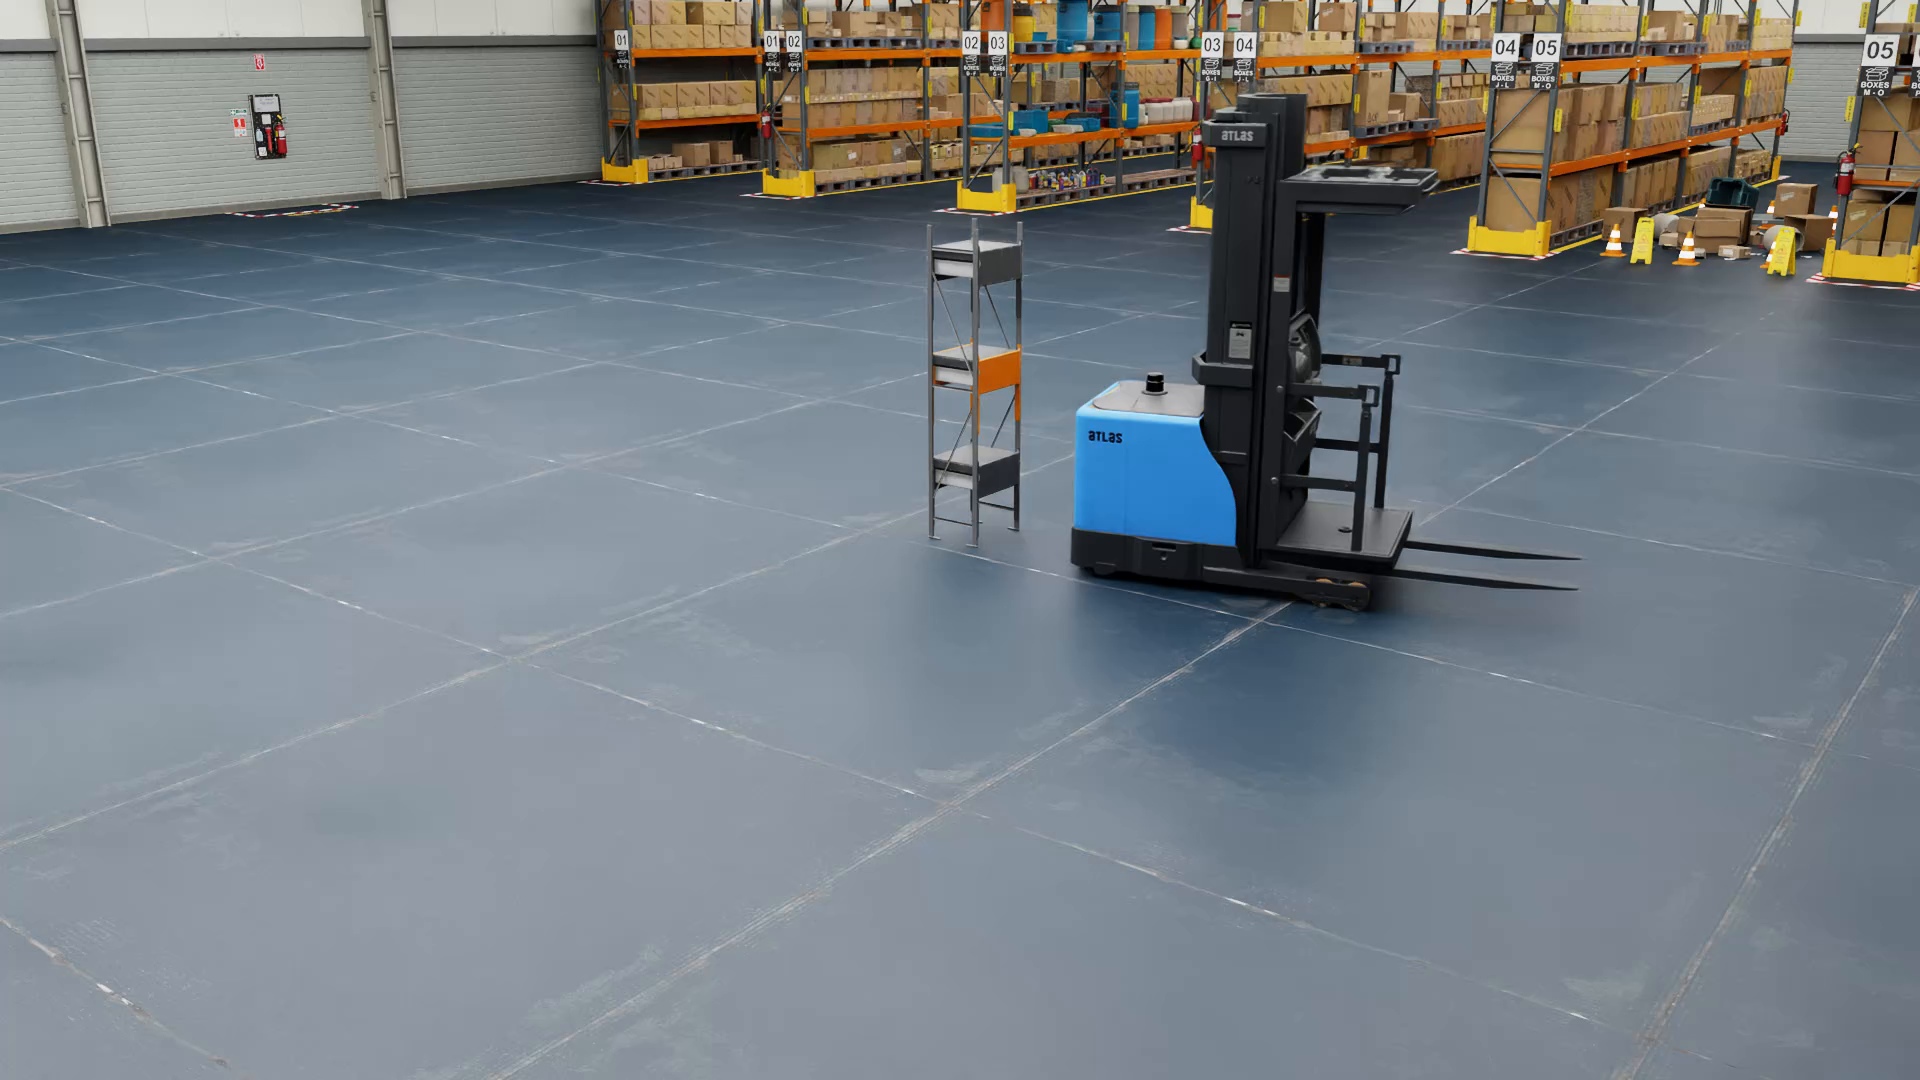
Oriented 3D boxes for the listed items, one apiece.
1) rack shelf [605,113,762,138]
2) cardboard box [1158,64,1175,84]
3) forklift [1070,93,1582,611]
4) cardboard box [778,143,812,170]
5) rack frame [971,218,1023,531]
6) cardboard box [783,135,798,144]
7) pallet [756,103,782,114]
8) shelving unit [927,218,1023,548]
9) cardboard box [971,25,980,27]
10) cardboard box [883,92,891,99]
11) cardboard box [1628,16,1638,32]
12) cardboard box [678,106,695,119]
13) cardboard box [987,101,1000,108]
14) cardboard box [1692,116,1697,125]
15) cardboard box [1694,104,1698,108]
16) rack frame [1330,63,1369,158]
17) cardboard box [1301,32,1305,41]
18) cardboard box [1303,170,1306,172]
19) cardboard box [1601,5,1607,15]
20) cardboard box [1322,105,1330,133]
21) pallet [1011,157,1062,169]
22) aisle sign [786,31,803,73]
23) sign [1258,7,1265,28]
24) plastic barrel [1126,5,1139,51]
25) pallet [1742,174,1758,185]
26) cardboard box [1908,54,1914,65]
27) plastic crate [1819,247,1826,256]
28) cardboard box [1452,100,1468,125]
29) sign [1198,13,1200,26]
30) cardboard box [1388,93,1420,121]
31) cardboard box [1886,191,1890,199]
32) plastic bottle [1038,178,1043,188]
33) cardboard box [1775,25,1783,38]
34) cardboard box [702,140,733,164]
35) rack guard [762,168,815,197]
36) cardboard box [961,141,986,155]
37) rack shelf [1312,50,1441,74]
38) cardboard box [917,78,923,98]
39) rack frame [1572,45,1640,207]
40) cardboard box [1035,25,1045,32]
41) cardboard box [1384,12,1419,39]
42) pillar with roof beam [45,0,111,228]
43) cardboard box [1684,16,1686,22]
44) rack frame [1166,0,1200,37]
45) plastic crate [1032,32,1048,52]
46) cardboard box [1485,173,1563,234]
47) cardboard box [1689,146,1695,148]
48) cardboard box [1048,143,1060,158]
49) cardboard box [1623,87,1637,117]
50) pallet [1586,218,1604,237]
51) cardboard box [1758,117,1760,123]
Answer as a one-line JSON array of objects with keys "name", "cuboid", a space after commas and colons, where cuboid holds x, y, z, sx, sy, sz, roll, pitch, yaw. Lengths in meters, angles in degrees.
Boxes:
[{"name": "rack shelf", "cuboid": [-6.276, -9.510, 38.022, 1.077, 0.370, 4.000, 12, 21, 35]}, {"name": "cardboard box", "cuboid": [5.397, -12.439, 44.387, 0.500, 0.500, 0.500, 13, 22, 36]}, {"name": "forklift", "cuboid": [2.272, -1.158, 10.030, 3.031, 2.935, 1.130, 7, 18, 20]}, {"name": "cardboard box", "cuboid": [-3.406, -7.928, 34.380, 0.500, 0.500, 0.500, 12, 21, 35]}, {"name": "rack frame", "cuboid": [0.244, -1.100, 11.246, 0.400, 2.100, 0.015, 12, 21, 35]}, {"name": "cardboard box", "cuboid": [-4.391, -9.656, 40.753, 0.700, 0.500, 0.500, 12, 21, 34]}, {"name": "pallet", "cuboid": [-4.512, -10.394, 39.981, 1.003, 0.211, 1.213, 12, 21, 35]}, {"name": "shelving unit", "cuboid": [0.099, -1.042, 11.059, 0.431, 2.100, 0.503, 12, 21, 35]}, {"name": "cardboard box", "cuboid": [0.306, -13.962, 45.465, 0.500, 0.250, 0.500, 12, 21, 35]}, {"name": "cardboard box", "cuboid": [-1.701, -9.468, 35.412, 0.380, 0.149, 0.250, 12, 21, 34]}, {"name": "cardboard box", "cuboid": [10.686, -8.392, 27.026, 0.500, 0.250, 0.500, 12, 21, 34]}, {"name": "cardboard box", "cuboid": [-6.315, -9.621, 37.387, 0.500, 0.250, 0.500, 12, 21, 34]}, {"name": "cardboard box", "cuboid": [0.592, -10.186, 39.138, 0.500, 0.311, 0.500, 12, 21, 34]}, {"name": "cardboard box", "cuboid": [13.746, -7.971, 31.570, 0.380, 0.149, 0.250, 14, 22, 37]}, {"name": "cardboard box", "cuboid": [13.746, -8.261, 31.500, 0.380, 0.149, 0.250, 12, 21, 33]}, {"name": "rack frame", "cuboid": [10.023, -11.437, 43.015, 1.000, 3.000, 0.127, 12, 21, 35]}, {"name": "cardboard box", "cuboid": [5.730, -8.698, 28.719, 0.380, 0.149, 0.250, 12, 21, 34]}, {"name": "cardboard box", "cuboid": [6.580, -6.622, 31.017, 0.500, 0.500, 0.500, 12, 21, 33]}, {"name": "cardboard box", "cuboid": [9.755, -8.179, 25.668, 0.380, 0.149, 0.250, 13, 21, 35]}, {"name": "cardboard box", "cuboid": [6.206, -7.684, 30.261, 0.875, 0.500, 0.500, 12, 21, 35]}, {"name": "pallet", "cuboid": [1.755, -9.247, 40.665, 1.003, 0.211, 1.213, 12, 21, 35]}, {"name": "aisle sign", "cuboid": [-3.280, -9.674, 32.955, 0.394, 0.787, 0.004, 12, 21, 35]}, {"name": "sign", "cuboid": [4.903, -8.505, 27.042, 0.100, 0.325, 0.005, 12, 21, 35]}, {"name": "plastic barrel", "cuboid": [3.391, -10.566, 34.307, 0.600, 0.901, 0.600, 0, 17, 0]}, {"name": "pallet", "cuboid": [16.638, -7.835, 36.117, 1.003, 0.211, 1.213, 12, 21, 35]}, {"name": "cardboard box", "cuboid": [12.926, -6.618, 22.862, 0.380, 0.149, 0.250, 13, 21, 35]}, {"name": "plastic crate", "cuboid": [13.215, -4.329, 25.049, 0.402, 0.080, 0.583, 5, 18, 16]}, {"name": "cardboard box", "cuboid": [10.350, -9.018, 35.056, 0.500, 0.500, 0.500, 12, 21, 34]}, {"name": "sign", "cuboid": [6.481, -14.066, 44.929, 0.100, 0.325, 0.005, 12, 21, 35]}, {"name": "cardboard box", "cuboid": [8.692, -8.618, 33.062, 0.500, 0.500, 0.700, -16, 24, -42]}, {"name": "cardboard box", "cuboid": [13.011, -4.951, 23.698, 0.380, 0.149, 0.250, 13, 21, 36]}, {"name": "plastic bottle", "cuboid": [1.598, -7.085, 32.979, 0.097, 0.201, 0.097, 0, 17, 0]}, {"name": "cardboard box", "cuboid": [17.242, -10.863, 35.518, 0.500, 0.250, 0.500, 13, 21, 35]}, {"name": "cardboard box", "cuboid": [-5.670, -9.092, 38.935, 0.500, 0.500, 0.500, 11, 20, 31]}, {"name": "rack guard", "cuboid": [-3.501, -7.303, 33.917, 1.175, 0.500, 0.348, 12, 21, 35]}, {"name": "cardboard box", "cuboid": [0.258, -9.031, 38.250, 0.500, 0.311, 0.500, 13, 22, 36]}, {"name": "rack shelf", "cuboid": [8.042, -9.269, 32.189, 1.077, 0.370, 4.000, 12, 21, 35]}, {"name": "cardboard box", "cuboid": [-1.285, -11.919, 43.862, 0.500, 0.500, 0.500, 13, 22, 36]}, {"name": "rack frame", "cuboid": [10.774, -6.803, 28.093, 1.000, 3.000, 0.127, 12, 21, 35]}, {"name": "cardboard box", "cuboid": [1.513, -11.998, 39.595, 0.910, 0.500, 0.500, 12, 21, 35]}, {"name": "cardboard box", "cuboid": [8.546, -9.978, 32.248, 0.500, 0.500, 0.500, 13, 21, 36]}, {"name": "pillar with roof beam", "cuboid": [-11.437, -8.943, 24.867, 9.100, 9.000, 0.400, 12, 21, 35]}, {"name": "cardboard box", "cuboid": [13.483, -9.869, 31.448, 0.396, 0.266, 0.258, 12, 21, 35]}, {"name": "rack frame", "cuboid": [6.047, -15.178, 44.947, 1.000, 3.000, 0.127, 12, 21, 35]}, {"name": "plastic crate", "cuboid": [1.384, -9.558, 31.935, 0.392, 0.384, 0.575, 12, 21, 35]}, {"name": "cardboard box", "cuboid": [8.741, -5.209, 25.836, 0.875, 0.875, 0.875, 13, 21, 35]}, {"name": "cardboard box", "cuboid": [14.572, -7.817, 33.600, 0.500, 0.250, 0.500, 13, 22, 36]}, {"name": "cardboard box", "cuboid": [2.088, -9.608, 40.597, 0.500, 0.500, 0.500, 12, 21, 33]}, {"name": "cardboard box", "cuboid": [11.065, -7.448, 28.314, 0.700, 0.500, 0.500, 12, 21, 34]}, {"name": "pallet", "cuboid": [10.258, -5.304, 27.968, 1.003, 0.211, 1.213, 12, 21, 35]}, {"name": "cardboard box", "cuboid": [16.973, -9.056, 35.773, 0.380, 0.149, 0.250, 13, 21, 36]}]
